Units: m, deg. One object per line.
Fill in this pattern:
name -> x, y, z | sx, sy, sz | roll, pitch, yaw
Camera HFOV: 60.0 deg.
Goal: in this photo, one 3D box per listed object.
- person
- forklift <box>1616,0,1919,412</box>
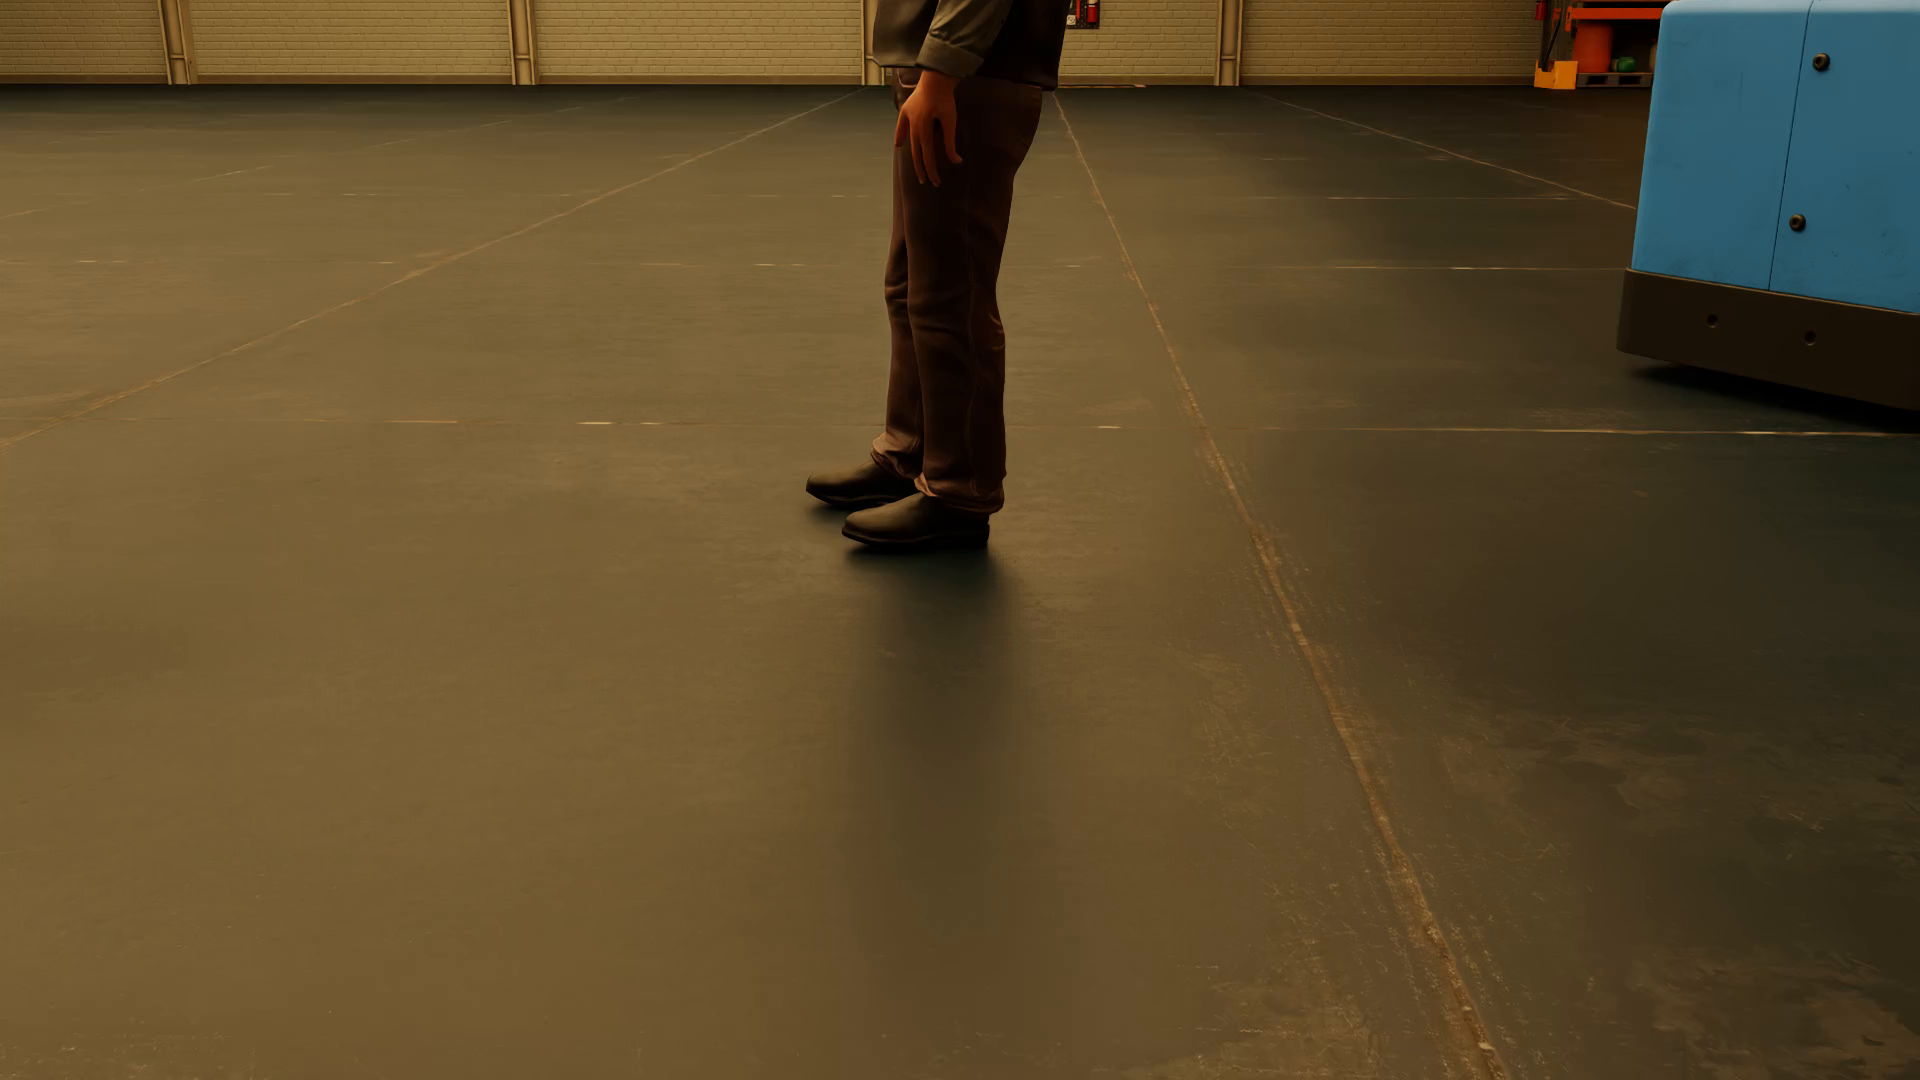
person -> -0.063, -0.832, 3.123 | 0.566, 1.722, 0.634 | 1, 17, 2
forklift -> 3.503, -1.983, 4.815 | 3.031, 2.935, 1.130 | -9, 19, -27
